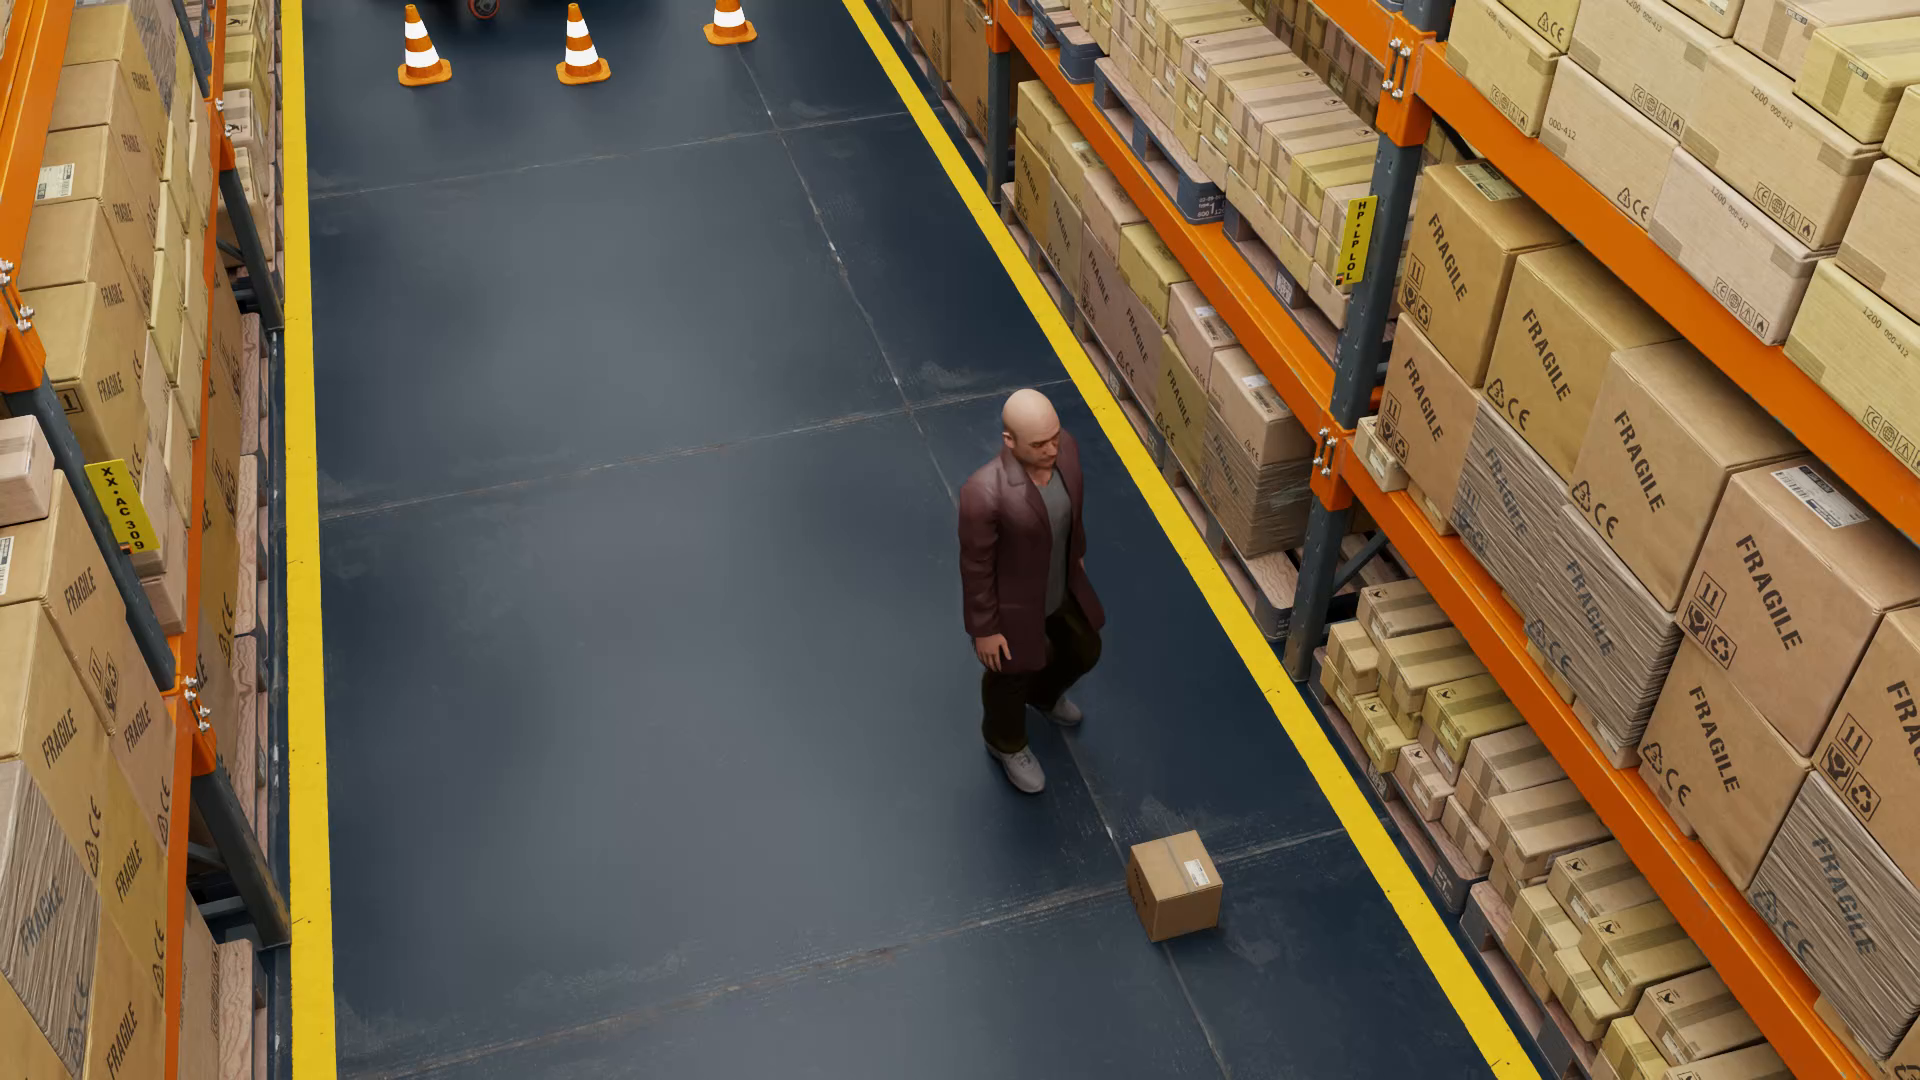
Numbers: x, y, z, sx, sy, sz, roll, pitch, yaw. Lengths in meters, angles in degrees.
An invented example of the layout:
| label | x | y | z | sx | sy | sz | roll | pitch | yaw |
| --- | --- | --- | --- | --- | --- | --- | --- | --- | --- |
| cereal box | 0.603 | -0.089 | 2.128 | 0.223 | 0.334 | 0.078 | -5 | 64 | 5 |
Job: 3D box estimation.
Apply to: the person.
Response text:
| label | x | y | z | sx | sy | sz | roll | pitch | yaw |
| --- | --- | --- | --- | --- | --- | --- | --- | --- | --- |
| person | 0.264 | 0.198 | 5.942 | 0.641 | 1.808 | 0.439 | -33 | 51 | -31 |
